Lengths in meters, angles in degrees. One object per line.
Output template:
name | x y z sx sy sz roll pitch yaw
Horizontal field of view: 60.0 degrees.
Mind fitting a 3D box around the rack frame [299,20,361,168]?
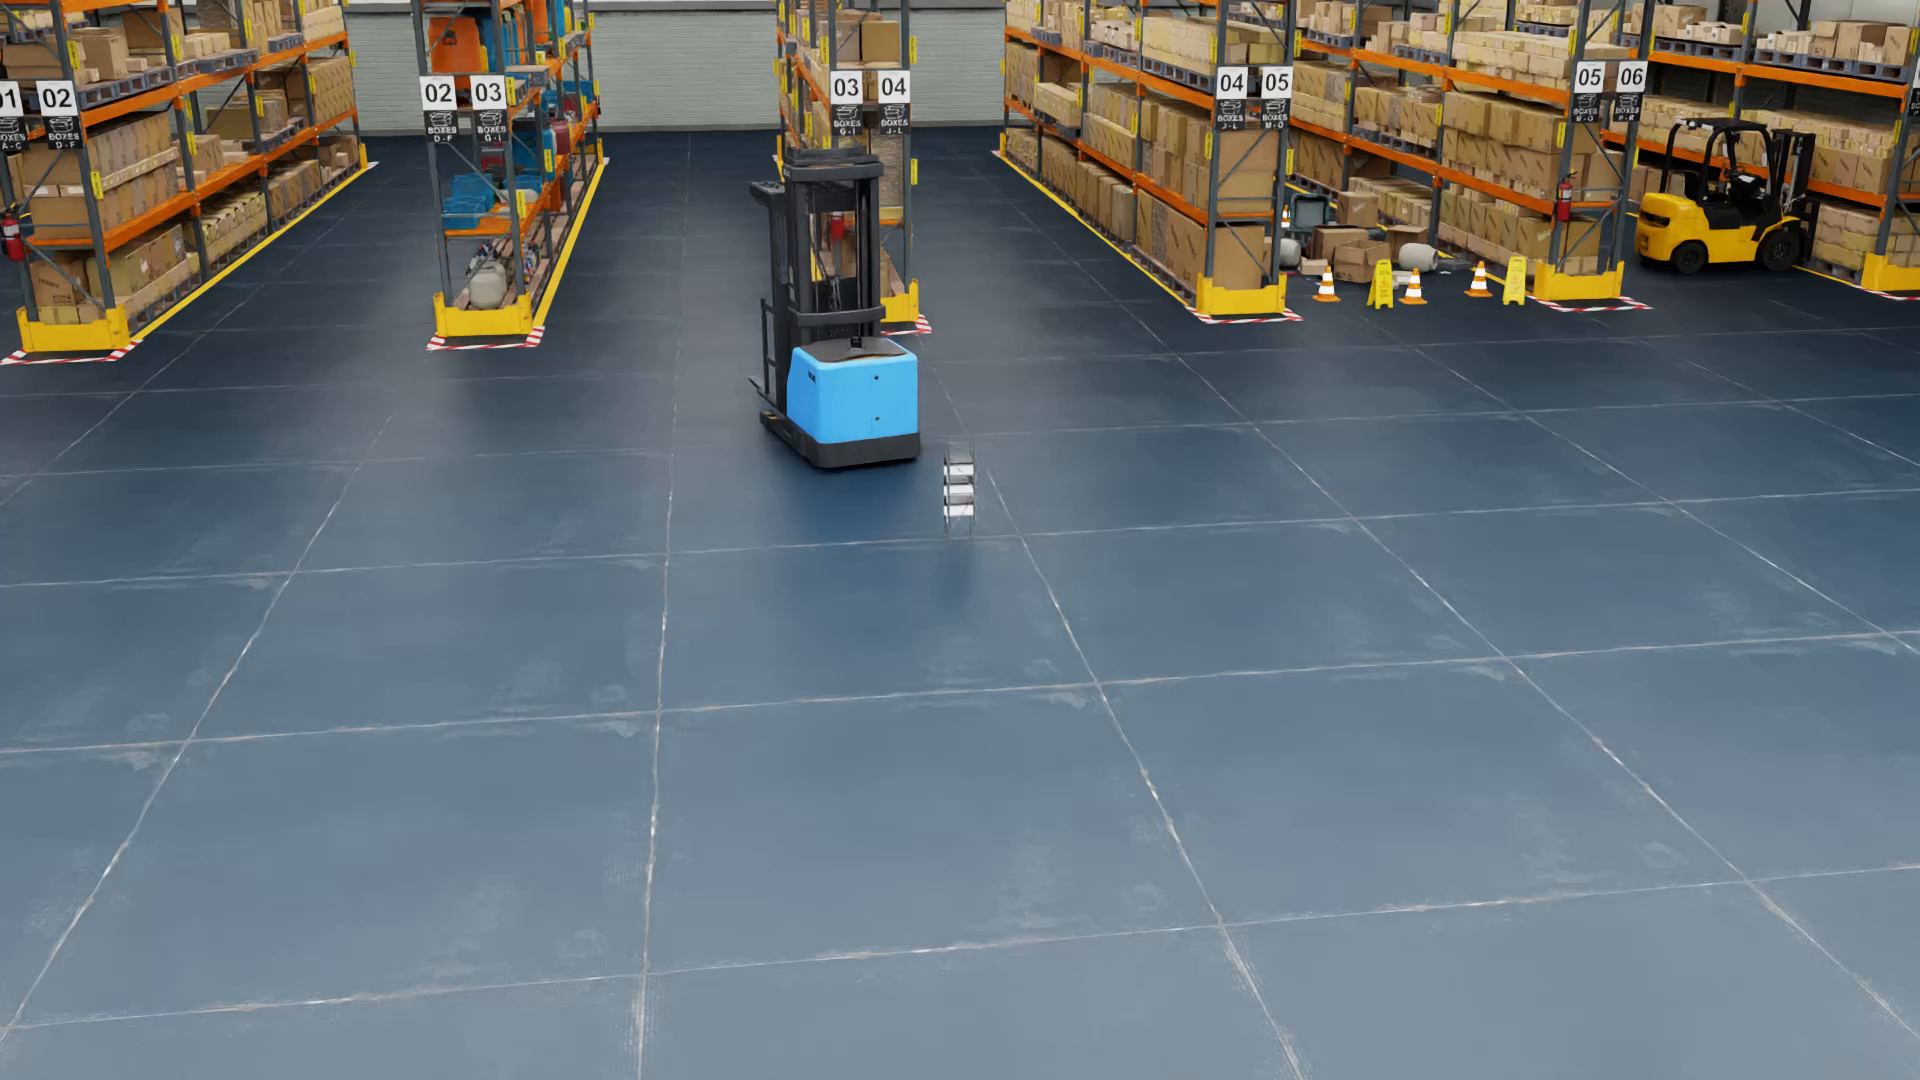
rack frame | -13.244 -9.342 34.941 1.000 3.000 0.127 -3 21 -8

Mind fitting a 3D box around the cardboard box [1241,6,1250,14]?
cardboard box | 6.295 -11.483 36.002 0.380 0.149 0.250 -2 21 -6

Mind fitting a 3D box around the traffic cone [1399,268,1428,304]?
traffic cone | 6.284 -3.522 22.985 0.336 0.463 0.334 -3 21 -8

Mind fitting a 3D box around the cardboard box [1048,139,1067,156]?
cardboard box | 1.983 -7.594 32.162 0.500 0.250 0.500 -2 21 -6

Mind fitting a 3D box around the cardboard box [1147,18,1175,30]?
cardboard box | 2.966 -7.574 24.396 0.380 0.149 0.250 -3 21 -8

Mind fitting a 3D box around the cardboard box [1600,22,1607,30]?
cardboard box | 12.123 -9.545 30.842 0.380 0.149 0.250 -3 21 -9

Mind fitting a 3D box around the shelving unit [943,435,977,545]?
shelving unit | -0.001 -0.424 14.066 0.258 0.900 0.210 -3 21 -8

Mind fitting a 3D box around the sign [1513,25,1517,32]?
sign | 8.631 -7.863 25.955 0.100 0.325 0.005 -3 21 -8

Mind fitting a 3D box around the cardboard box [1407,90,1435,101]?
cardboard box | 7.630 -7.352 27.519 0.380 0.149 0.250 -4 21 -10

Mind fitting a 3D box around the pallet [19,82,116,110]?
pallet | -11.014 -5.412 20.259 1.003 0.211 1.213 -3 21 -8

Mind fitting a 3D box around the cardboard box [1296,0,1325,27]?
cardboard box | 6.782 -10.284 32.434 0.500 0.500 0.500 -3 21 -9

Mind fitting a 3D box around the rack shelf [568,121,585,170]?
rack shelf | -7.477 -7.176 30.171 1.077 0.370 4.000 -3 21 -8

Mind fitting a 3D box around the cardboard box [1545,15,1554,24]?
cardboard box | 11.680 -10.173 32.494 0.380 0.149 0.250 -2 21 -6

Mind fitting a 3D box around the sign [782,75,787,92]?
sign | -3.413 -8.869 32.326 0.100 0.325 0.005 -3 21 -8

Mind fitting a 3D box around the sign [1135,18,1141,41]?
sign | 2.676 -7.665 24.975 0.100 0.325 0.005 -3 21 -8

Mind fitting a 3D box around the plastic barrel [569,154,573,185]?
plastic barrel | -7.704 -7.230 31.686 0.600 0.901 0.708 -3 21 -8

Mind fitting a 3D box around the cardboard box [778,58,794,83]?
cardboard box | -3.567 -9.908 35.174 0.500 0.500 0.500 -3 21 -9

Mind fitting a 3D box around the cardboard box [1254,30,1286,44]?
cardboard box | 4.055 -6.552 21.661 0.380 0.149 0.250 -3 21 -7

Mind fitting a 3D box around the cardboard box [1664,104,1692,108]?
cardboard box | 12.514 -7.516 28.982 0.380 0.149 0.250 -3 21 -8

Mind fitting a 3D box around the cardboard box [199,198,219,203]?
cardboard box | -12.222 -5.366 26.824 0.500 0.311 0.500 -3 21 -9

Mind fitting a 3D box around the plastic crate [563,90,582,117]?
plastic crate | -7.646 -8.585 32.739 0.402 0.464 0.583 -3 21 -8

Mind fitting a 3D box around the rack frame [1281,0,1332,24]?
rack frame | 6.942 -11.766 32.856 1.000 3.000 0.127 -3 21 -8

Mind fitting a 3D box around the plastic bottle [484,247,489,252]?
plastic bottle | -6.926 -4.123 24.232 0.152 0.276 0.135 -2 21 -6

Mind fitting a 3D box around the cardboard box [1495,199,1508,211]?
cardboard box | 8.110 -4.931 24.461 0.380 0.149 0.250 -2 21 -5

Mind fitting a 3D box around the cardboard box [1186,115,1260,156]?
cardboard box | 3.656 -5.609 23.189 0.875 0.550 0.550 -3 21 -8

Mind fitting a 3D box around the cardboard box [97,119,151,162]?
cardboard box | -11.299 -5.340 22.230 0.700 0.500 0.500 -3 21 -8

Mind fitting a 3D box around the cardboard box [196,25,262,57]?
cardboard box | -12.261 -8.350 27.856 0.910 0.500 0.500 -3 21 -8

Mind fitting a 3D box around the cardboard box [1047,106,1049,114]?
cardboard box | 1.854 -8.138 31.477 0.380 0.149 0.250 -3 21 -9

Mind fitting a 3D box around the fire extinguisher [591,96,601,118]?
fire extinguisher | -7.914 -9.455 35.887 0.296 0.674 0.183 -3 21 -8

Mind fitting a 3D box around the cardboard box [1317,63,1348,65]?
cardboard box | 7.337 -9.150 32.855 0.500 0.500 0.500 -3 21 -7

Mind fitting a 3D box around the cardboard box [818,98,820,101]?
cardboard box | -1.687 -6.445 25.729 1.000 1.000 1.000 -3 21 -7

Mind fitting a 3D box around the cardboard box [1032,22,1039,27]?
cardboard box | 1.721 -10.162 33.064 0.500 0.250 0.500 -2 21 -6

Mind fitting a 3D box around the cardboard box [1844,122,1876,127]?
cardboard box | 13.552 -6.206 25.050 0.380 0.149 0.250 -3 21 -7

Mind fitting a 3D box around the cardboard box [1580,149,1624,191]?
cardboard box | 8.878 -5.165 23.189 0.500 0.500 0.500 -3 21 -9

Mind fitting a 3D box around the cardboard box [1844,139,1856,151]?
cardboard box | 13.189 -5.775 24.321 0.380 0.149 0.250 -3 21 -8

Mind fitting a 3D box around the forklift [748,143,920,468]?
forklift | -1.441 -2.539 16.825 1.130 2.935 3.031 -9 22 -22

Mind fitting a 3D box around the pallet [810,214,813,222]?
pallet | -2.176 -5.494 28.623 1.003 0.211 1.213 -3 21 -8

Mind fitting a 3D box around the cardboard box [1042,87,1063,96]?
cardboard box | 1.774 -8.597 31.855 0.380 0.149 0.250 -3 21 -8

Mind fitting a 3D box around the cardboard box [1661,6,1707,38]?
cardboard box | 12.440 -8.902 28.590 0.500 0.500 0.500 -2 21 -6

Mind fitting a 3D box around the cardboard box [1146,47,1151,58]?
cardboard box | 2.967 -7.199 24.533 0.380 0.149 0.250 -3 21 -8

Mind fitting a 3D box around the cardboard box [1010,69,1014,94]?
cardboard box | 1.376 -9.888 35.836 0.500 0.500 0.500 -3 21 -8

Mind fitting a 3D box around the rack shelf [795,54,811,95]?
rack shelf | -1.999 -7.446 26.607 1.077 0.370 4.000 -3 21 -8

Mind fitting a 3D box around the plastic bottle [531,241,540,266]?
plastic bottle | -6.234 -4.192 24.311 0.144 0.351 0.185 -3 21 -9

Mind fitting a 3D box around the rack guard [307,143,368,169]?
rack guard | -13.233 -8.145 35.308 1.175 0.500 0.348 -3 21 -8

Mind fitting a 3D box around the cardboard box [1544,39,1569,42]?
cardboard box | 8.634 -7.123 23.933 0.380 0.149 0.250 -2 21 -7

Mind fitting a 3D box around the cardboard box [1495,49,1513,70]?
cardboard box | 8.106 -6.967 24.084 0.500 0.250 0.500 -3 21 -7

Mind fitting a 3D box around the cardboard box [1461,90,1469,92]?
cardboard box | 11.248 -9.808 36.548 0.380 0.149 0.250 -2 21 -7

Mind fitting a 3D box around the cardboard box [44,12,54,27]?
cardboard box | -17.548 -9.891 31.596 0.500 0.250 0.500 -3 21 -9

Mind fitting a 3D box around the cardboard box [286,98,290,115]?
cardboard box | -12.994 -8.164 31.645 0.500 0.500 0.500 -3 21 -7

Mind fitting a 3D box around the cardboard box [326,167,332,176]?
cardboard box | -12.649 -7.291 32.871 0.380 0.166 0.250 -3 21 -8

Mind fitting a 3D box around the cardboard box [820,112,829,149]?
cardboard box | -1.670 -5.653 23.067 0.500 0.500 0.500 -3 21 -8

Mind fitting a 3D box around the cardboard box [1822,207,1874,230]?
cardboard box | 13.129 -4.749 24.546 0.500 0.250 0.500 -3 21 -7

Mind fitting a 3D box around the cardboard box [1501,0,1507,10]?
cardboard box | 11.543 -11.078 34.377 0.500 0.250 0.500 -3 21 -8

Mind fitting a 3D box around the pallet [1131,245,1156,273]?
pallet | 3.244 -4.327 25.500 1.003 0.211 1.213 -3 21 -8

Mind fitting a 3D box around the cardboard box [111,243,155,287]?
cardboard box | -10.954 -3.605 21.838 0.500 0.500 0.500 -3 21 -8

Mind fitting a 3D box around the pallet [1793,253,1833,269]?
pallet | 13.259 -4.430 25.775 1.003 0.211 1.213 -3 21 -8

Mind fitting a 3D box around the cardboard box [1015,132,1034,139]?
cardboard box | 1.407 -8.732 35.933 0.380 0.149 0.250 -4 21 -10
